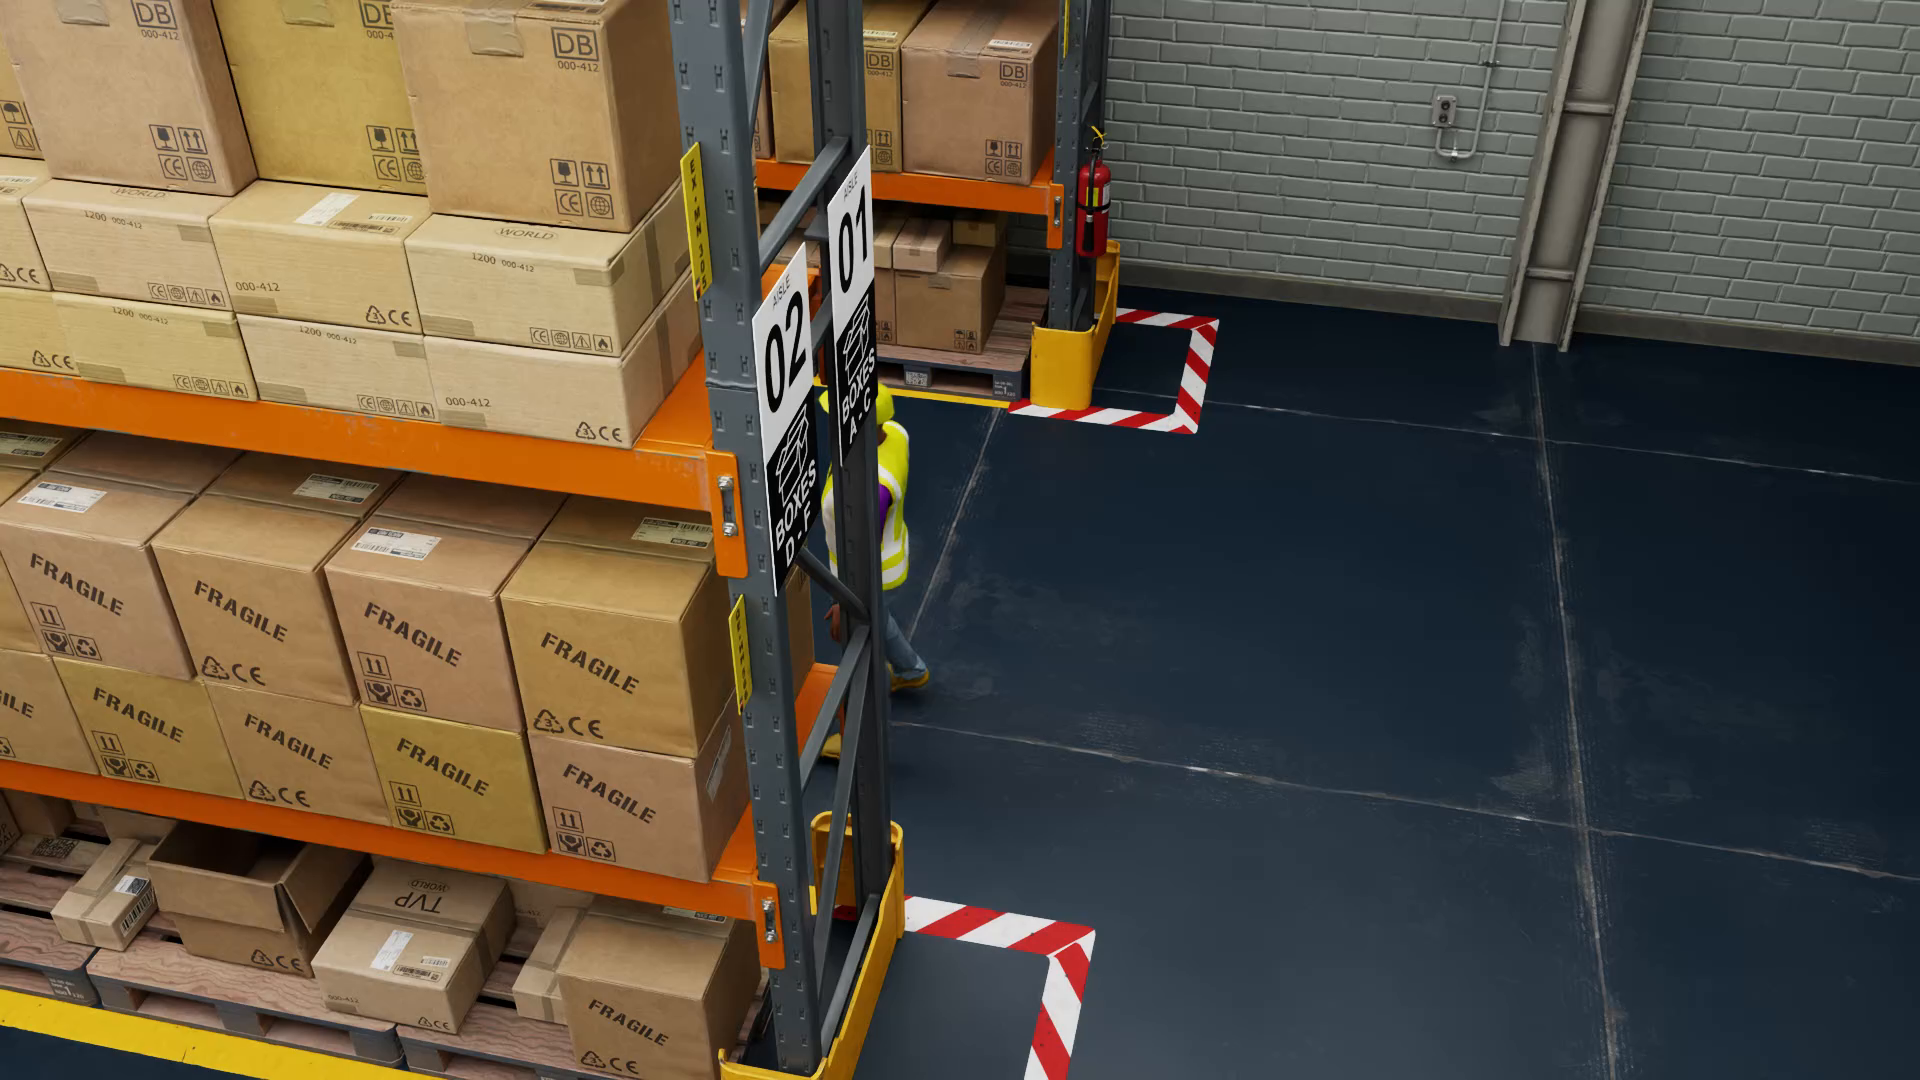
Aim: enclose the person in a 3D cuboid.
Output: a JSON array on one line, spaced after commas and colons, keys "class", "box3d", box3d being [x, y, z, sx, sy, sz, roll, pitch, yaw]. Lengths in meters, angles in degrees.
[{"class": "person", "box3d": [-0.380, 0.107, 6.766, 0.476, 1.773, 0.642, 1, 36, 2]}]
